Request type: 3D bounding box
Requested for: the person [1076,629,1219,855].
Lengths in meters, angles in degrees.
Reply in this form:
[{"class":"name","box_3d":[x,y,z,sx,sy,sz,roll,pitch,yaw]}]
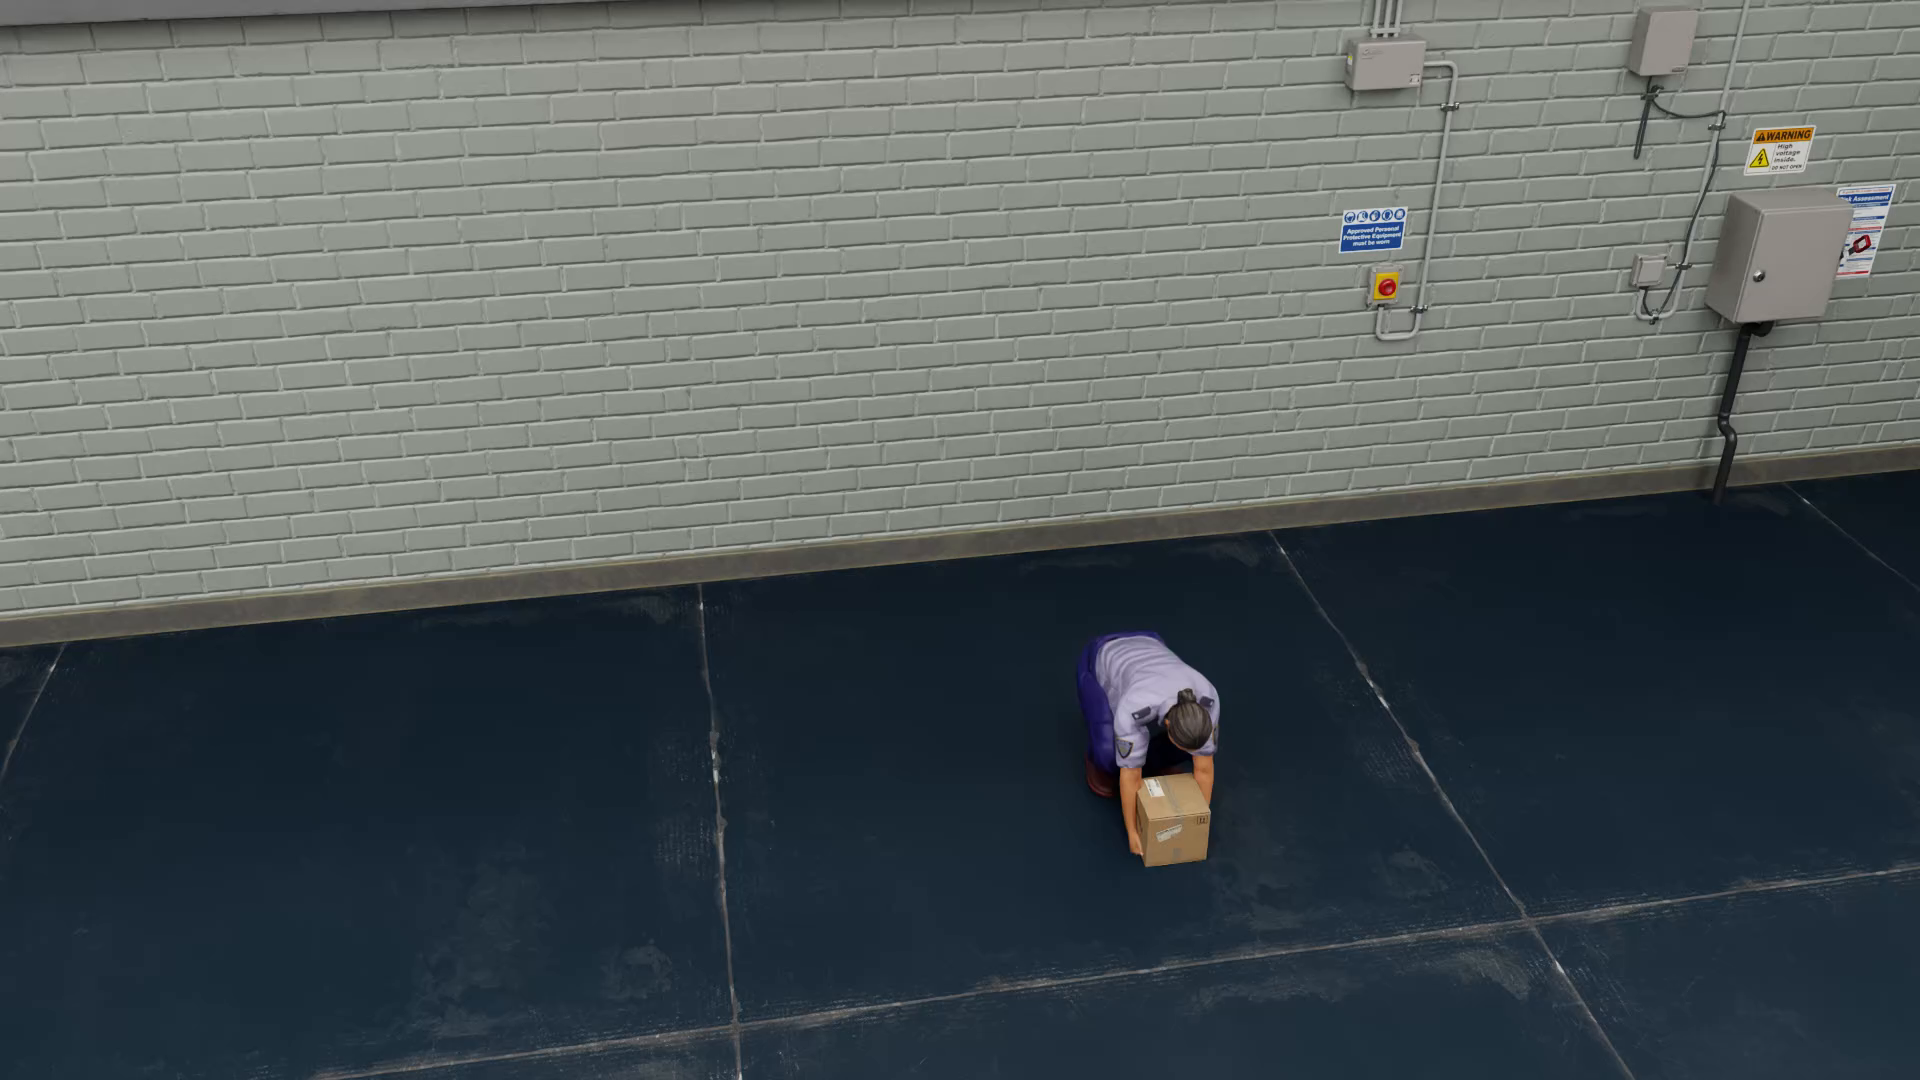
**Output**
[{"class":"person","box_3d":[0.766,0.765,6.775,0.495,0.749,0.883,-6,31,-10]}]
